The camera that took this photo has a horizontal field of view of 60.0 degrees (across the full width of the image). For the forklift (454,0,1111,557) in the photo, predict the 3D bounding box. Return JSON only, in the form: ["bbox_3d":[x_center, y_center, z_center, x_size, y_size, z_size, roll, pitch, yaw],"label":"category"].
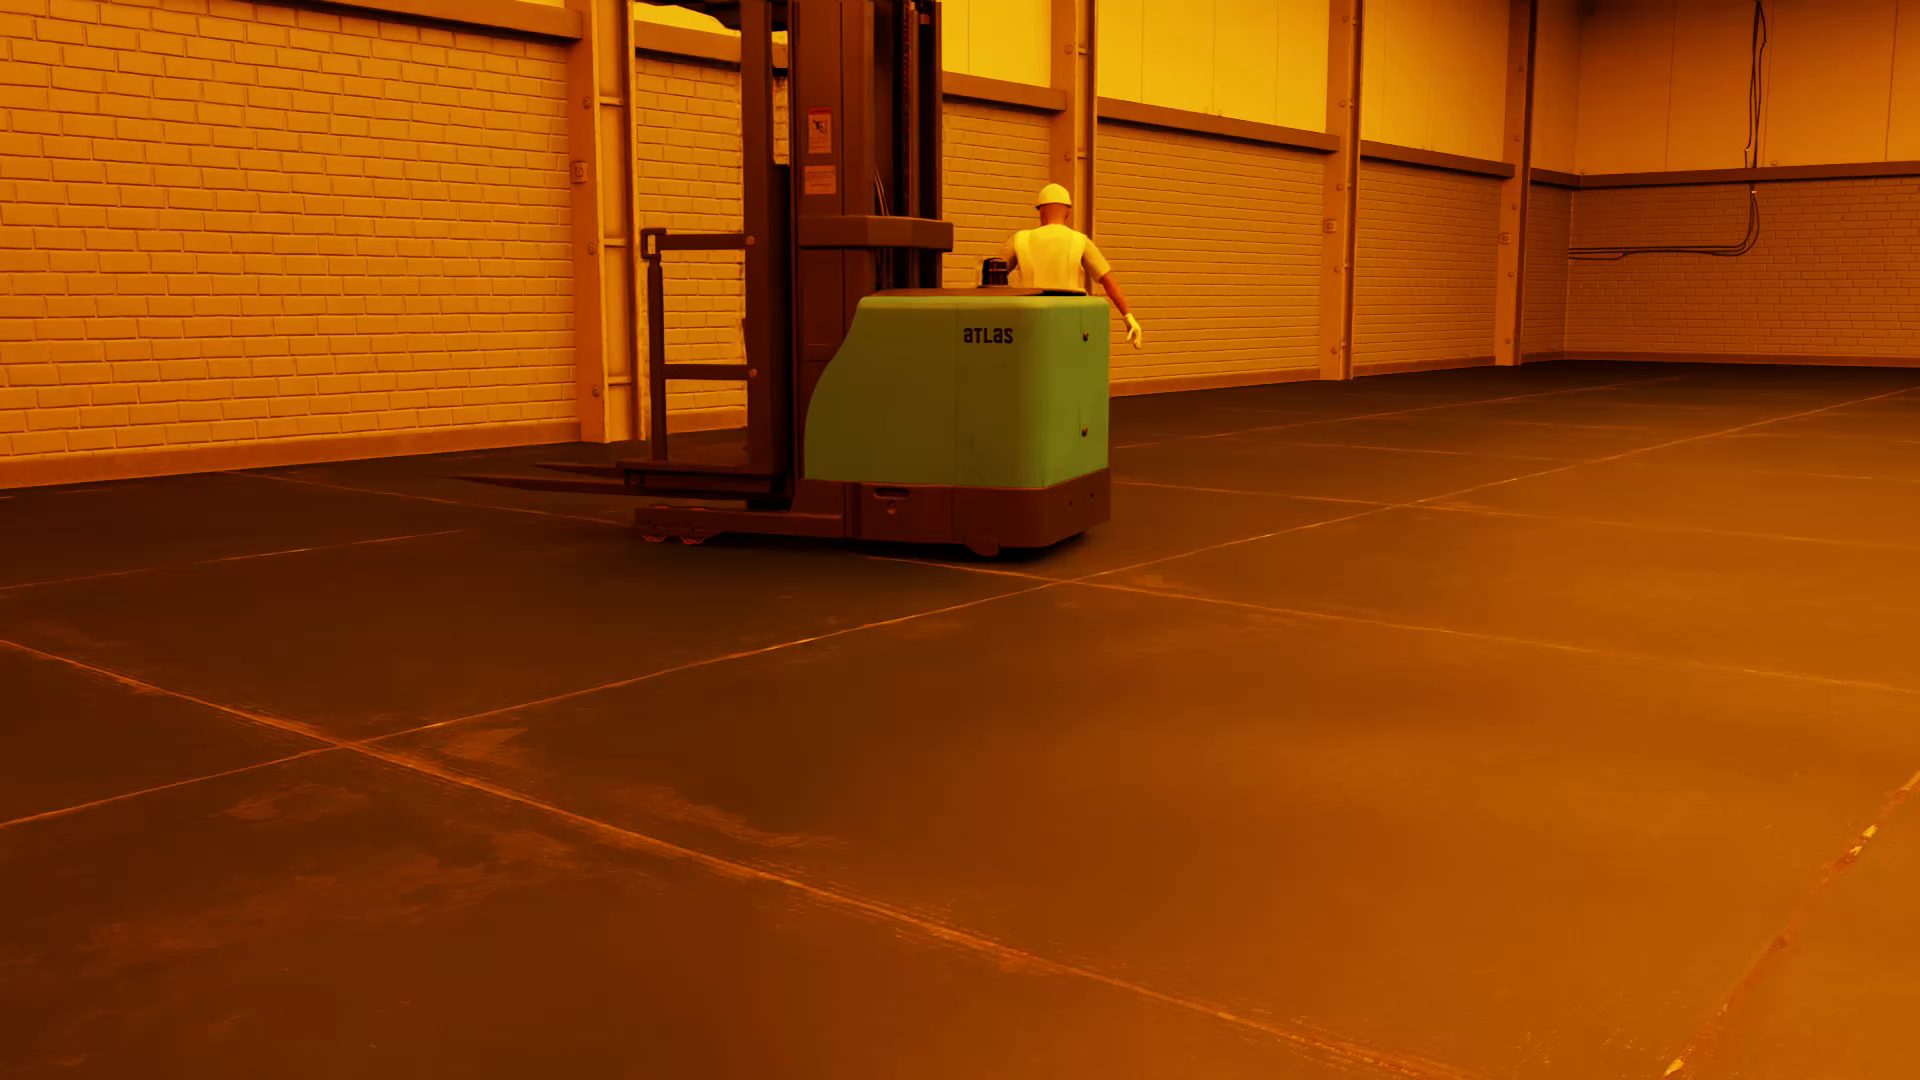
[{"bbox_3d":[-0.886,-1.494,7.489,3.031,2.935,1.130,3,9,22],"label":"forklift"}]

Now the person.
[{"bbox_3d":[0.601,-1.295,10.236,1.014,1.760,0.768,1,8,4],"label":"person"}]
